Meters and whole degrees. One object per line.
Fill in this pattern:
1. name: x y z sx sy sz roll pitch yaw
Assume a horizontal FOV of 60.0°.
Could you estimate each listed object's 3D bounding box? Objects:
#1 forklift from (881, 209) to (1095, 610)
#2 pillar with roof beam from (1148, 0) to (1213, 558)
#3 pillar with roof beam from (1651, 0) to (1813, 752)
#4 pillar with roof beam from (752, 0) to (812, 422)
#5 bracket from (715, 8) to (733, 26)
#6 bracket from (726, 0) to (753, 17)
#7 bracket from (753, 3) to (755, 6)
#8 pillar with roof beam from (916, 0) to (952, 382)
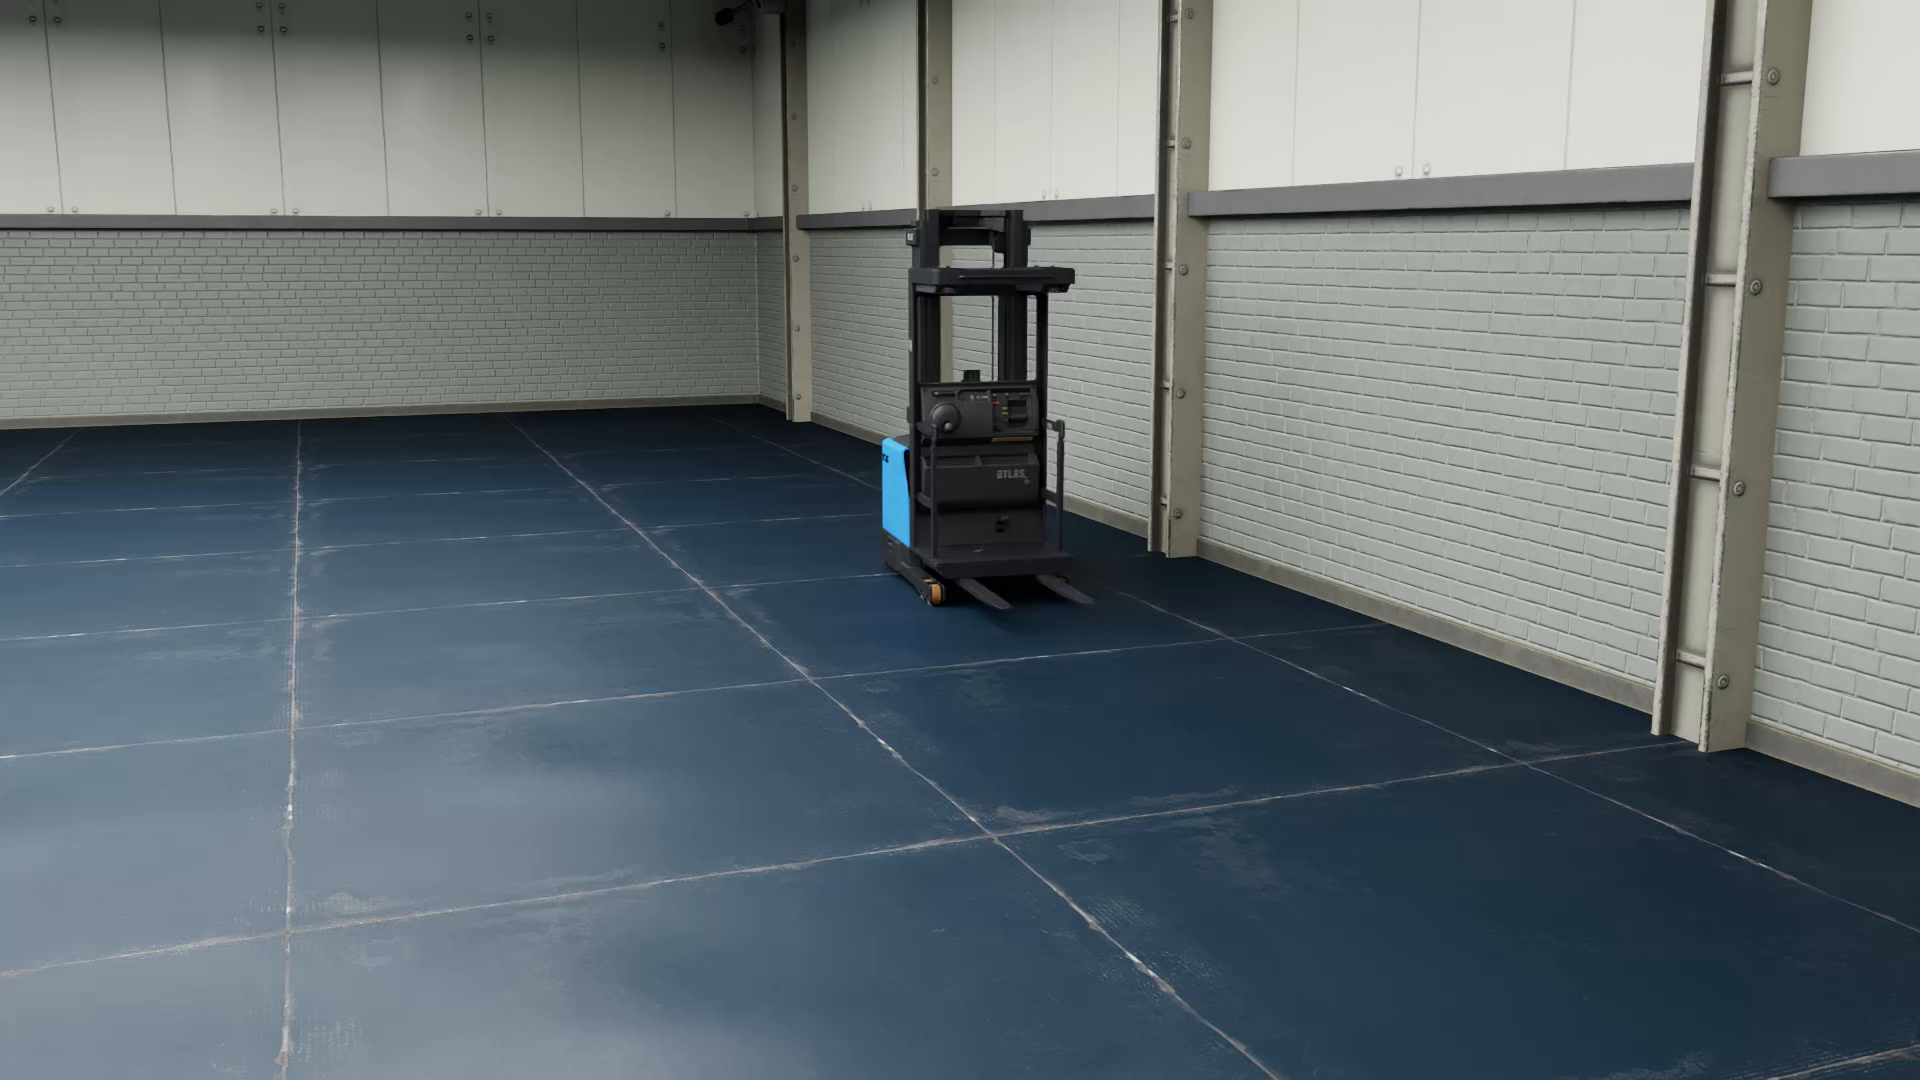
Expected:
1. forklift: 0.213 -1.025 12.644 1.130 2.935 3.031 -3 10 -15
2. pillar with roof beam: -2.137 -4.044 12.291 9.100 9.000 0.400 -4 11 -21
3. pillar with roof beam: 0.037 -3.065 6.785 9.100 9.000 0.400 -4 11 -21
4. pillar with roof beam: -6.486 -6.003 23.303 9.100 9.000 0.548 -4 11 -21
5. bracket: -3.813 -8.480 26.952 0.235 0.232 0.430 -4 11 -21
6. bracket: -3.599 -8.384 26.410 0.076 0.066 3.189 -4 11 -21
7. bracket: -2.954 -8.094 24.777 0.235 0.232 0.430 -4 11 -21
8. pillar with roof beam: -4.311 -5.024 17.797 9.100 9.000 0.400 -4 11 -21
